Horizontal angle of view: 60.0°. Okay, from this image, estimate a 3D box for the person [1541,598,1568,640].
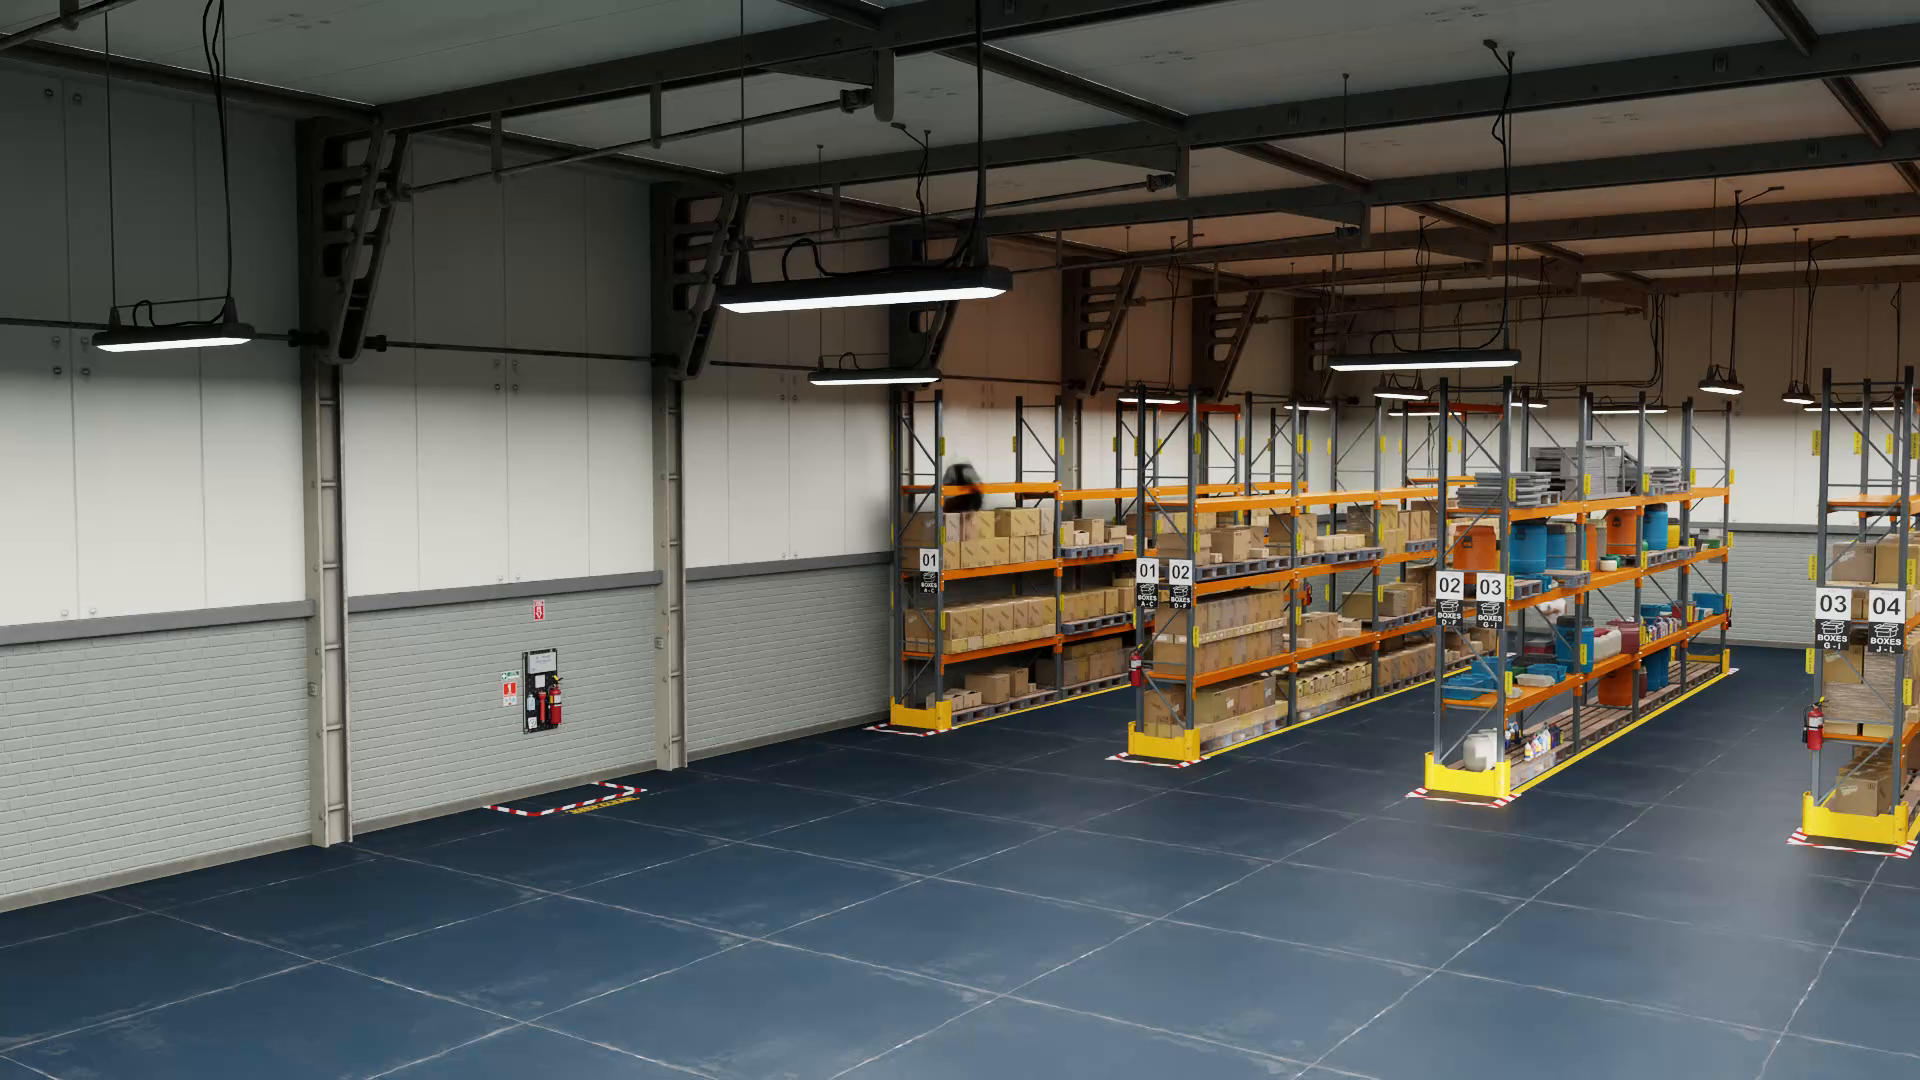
[{"bbox_3d":[13.971,1.945,39.044,0.745,1.787,0.742,0,3,0],"label":"person"}]
